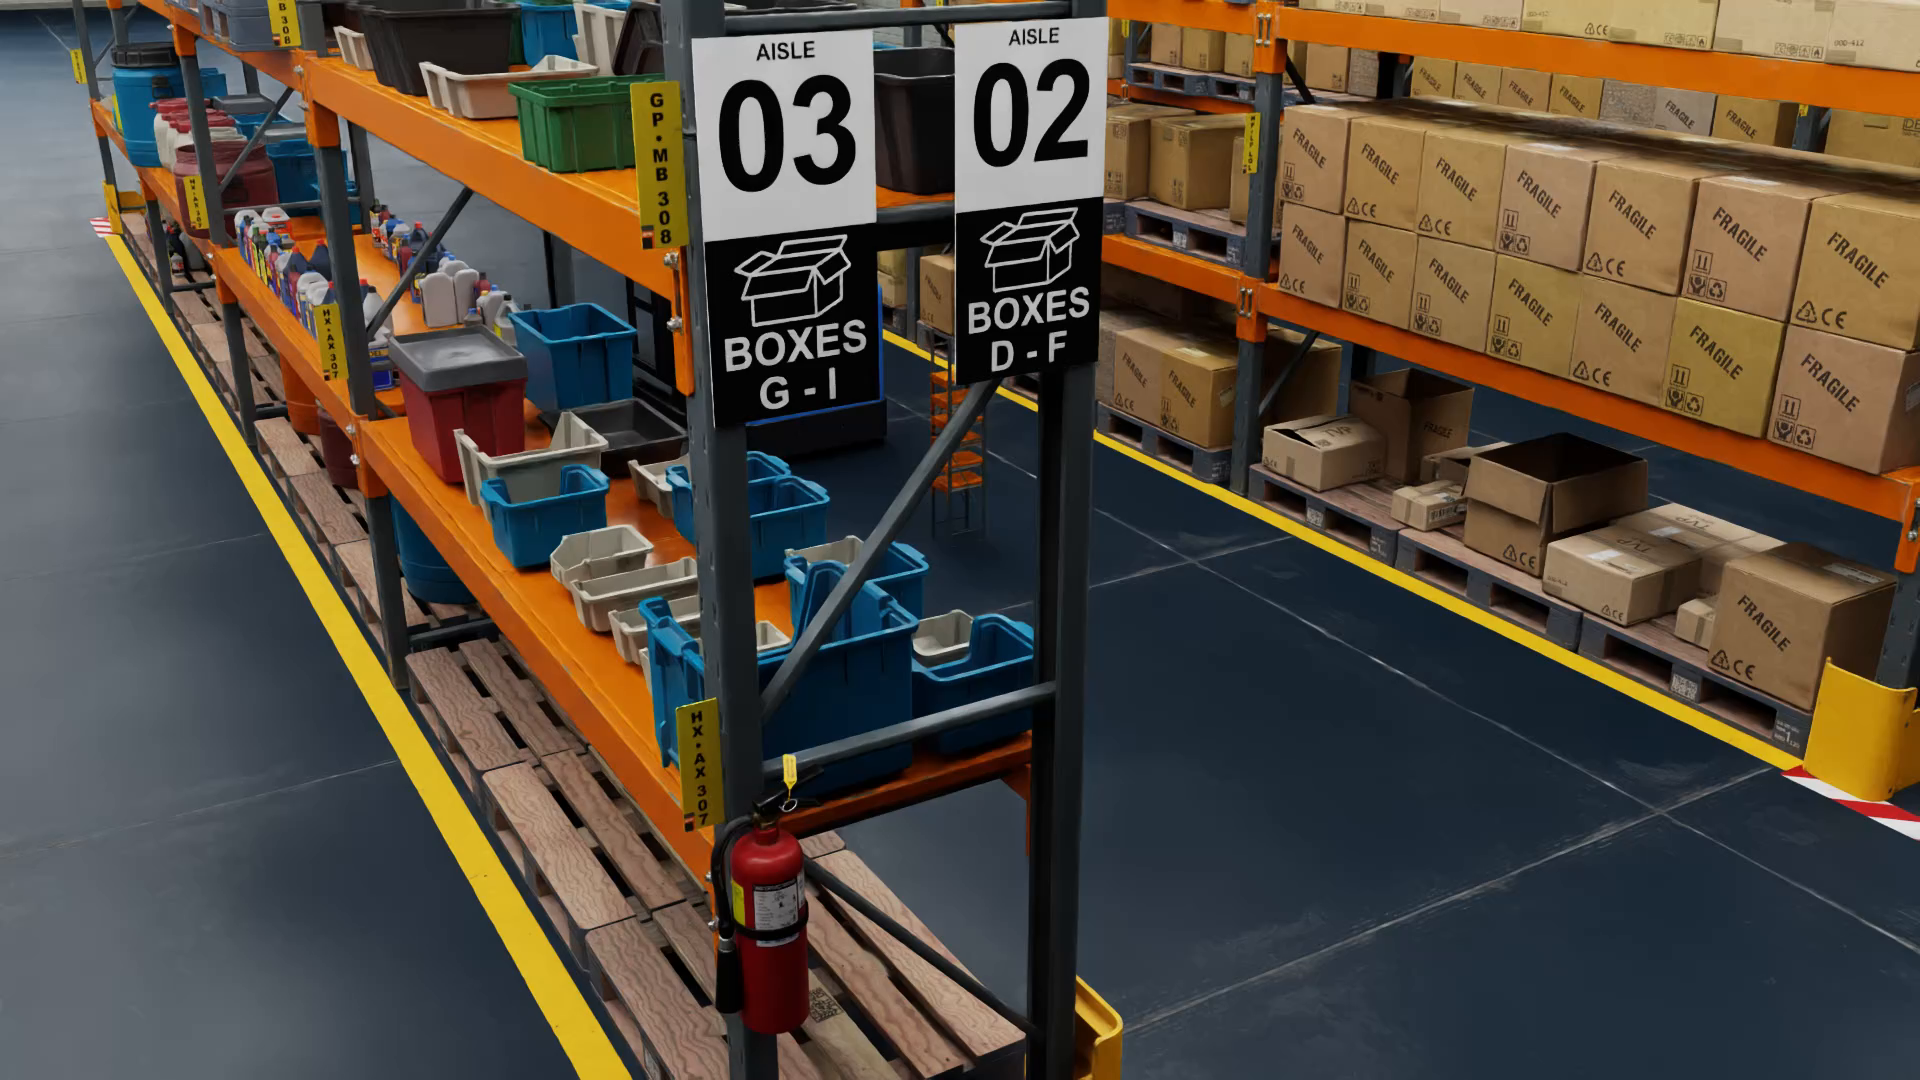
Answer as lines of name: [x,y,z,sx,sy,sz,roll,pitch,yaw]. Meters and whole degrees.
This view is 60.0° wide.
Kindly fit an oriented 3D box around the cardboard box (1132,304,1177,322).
cardboard box: [1.516,-1.344,11.371,0.500,0.500,0.500,-12,25,-28]

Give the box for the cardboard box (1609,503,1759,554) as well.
cardboard box: [3.583,0.049,8.274,0.500,0.250,0.500,-13,25,-28]

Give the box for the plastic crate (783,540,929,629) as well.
plastic crate: [-0.312,0.179,5.031,0.416,0.233,0.300,-13,25,-28]

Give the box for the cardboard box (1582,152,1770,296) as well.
cardboard box: [3.136,-1.397,7.305,0.500,0.500,0.500,-12,25,-27]

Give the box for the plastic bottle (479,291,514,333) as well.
plastic bottle: [-2.272,-1.094,8.184,0.152,0.276,0.135,-13,25,-28]

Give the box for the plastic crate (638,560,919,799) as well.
plastic crate: [-0.465,0.368,4.295,0.616,0.435,0.499,-13,25,-28]

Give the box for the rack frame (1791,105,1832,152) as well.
rack frame: [6.341,-2.715,12.008,1.000,3.000,0.127,-13,25,-28]

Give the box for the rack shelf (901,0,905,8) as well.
rack shelf: [-0.981,-4.760,14.010,1.077,0.370,4.000,-13,25,-28]

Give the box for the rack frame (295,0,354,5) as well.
rack frame: [-2.176,-3.589,6.190,1.000,3.000,0.127,-13,25,-28]

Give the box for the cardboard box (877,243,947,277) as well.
cardboard box: [-0.439,-2.359,13.480,0.500,0.311,0.500,-12,25,-27]

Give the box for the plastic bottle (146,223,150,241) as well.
plastic bottle: [-7.595,-2.921,15.647,0.097,0.201,0.097,0,22,0]

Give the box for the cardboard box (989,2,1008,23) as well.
cardboard box: [0.699,-6.344,20.113,0.500,0.500,0.500,-14,26,-30]

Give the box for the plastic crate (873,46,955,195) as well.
plastic crate: [-0.090,-1.022,4.033,0.497,0.269,0.590,-13,25,-28]

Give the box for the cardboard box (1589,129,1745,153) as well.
cardboard box: [3.342,-1.665,7.964,0.500,0.500,0.500,-13,25,-29]

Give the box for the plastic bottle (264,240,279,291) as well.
plastic bottle: [-3.818,-1.532,9.269,0.097,0.271,0.097,0,22,0]

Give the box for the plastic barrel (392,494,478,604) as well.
plastic barrel: [-2.440,-0.212,8.077,0.600,0.901,0.708,-13,25,-28]

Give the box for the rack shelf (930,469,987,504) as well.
rack shelf: [-0.007,-0.297,9.204,0.258,0.103,0.180,-13,25,-28]

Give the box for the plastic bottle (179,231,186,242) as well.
plastic bottle: [-6.823,-2.593,14.741,0.152,0.276,0.135,-13,25,-28]

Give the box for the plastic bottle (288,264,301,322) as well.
plastic bottle: [-3.444,-1.287,8.650,0.061,0.283,0.133,-13,25,-28]

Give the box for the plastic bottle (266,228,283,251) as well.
plastic bottle: [-3.952,-1.662,9.587,0.097,0.271,0.097,0,22,0]

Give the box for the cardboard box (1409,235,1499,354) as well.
cardboard box: [2.628,-1.263,8.302,0.500,0.500,0.500,-13,25,-29]

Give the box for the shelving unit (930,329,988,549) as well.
shelving unit: [-0.007,-0.561,9.097,0.258,1.200,0.189,-13,25,-28]

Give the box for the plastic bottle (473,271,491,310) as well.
plastic bottle: [-2.450,-1.244,8.543,0.061,0.283,0.133,-13,25,-28]

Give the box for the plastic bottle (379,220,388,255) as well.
plastic bottle: [-3.485,-1.848,10.139,0.097,0.201,0.097,0,22,0]

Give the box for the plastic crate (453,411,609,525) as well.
plastic crate: [-1.555,-0.253,6.028,0.437,0.282,0.530,-13,25,-28]

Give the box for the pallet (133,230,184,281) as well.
pallet: [-7.197,-2.728,15.744,1.003,0.211,1.213,-13,25,-28]

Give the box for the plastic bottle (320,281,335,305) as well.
plastic bottle: [-3.022,-1.081,8.054,0.144,0.351,0.185,-13,25,-28]

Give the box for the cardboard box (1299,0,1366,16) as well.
cardboard box: [2.120,-2.876,8.620,0.500,0.250,0.500,-13,25,-28]

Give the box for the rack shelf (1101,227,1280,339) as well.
rack shelf: [1.062,-2.075,11.389,1.077,0.370,4.000,-13,25,-28]

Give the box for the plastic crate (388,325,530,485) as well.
plastic crate: [-1.936,-0.530,6.467,0.402,0.464,0.583,-13,25,-28]

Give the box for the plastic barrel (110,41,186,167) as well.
plastic barrel: [-6.326,-3.448,13.146,0.600,0.901,0.708,-13,25,-28]

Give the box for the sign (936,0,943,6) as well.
sign: [-0.255,-6.896,21.145,0.100,0.325,0.005,-13,25,-28]

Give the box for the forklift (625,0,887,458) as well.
forklift: [-1.698,-2.341,11.179,1.130,2.935,3.031,-14,26,-30]

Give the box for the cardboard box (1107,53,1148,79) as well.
cardboard box: [1.752,-5.340,18.638,0.500,0.250,0.500,-13,25,-28]

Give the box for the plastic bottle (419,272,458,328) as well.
plastic bottle: [-2.689,-1.246,8.558,0.152,0.276,0.135,-13,25,-28]

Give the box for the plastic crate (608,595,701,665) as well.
plastic crate: [-0.841,0.254,4.974,0.396,0.136,0.243,-13,25,-28]

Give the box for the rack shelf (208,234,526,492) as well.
rack shelf: [-3.198,-1.124,9.048,1.077,0.370,4.000,-13,25,-28]

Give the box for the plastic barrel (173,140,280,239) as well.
plastic barrel: [-4.717,-2.260,10.706,0.600,0.536,0.708,-13,25,-28]

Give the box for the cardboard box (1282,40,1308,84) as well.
cardboard box: [3.393,-4.810,16.444,0.700,0.500,0.500,-13,25,-28]

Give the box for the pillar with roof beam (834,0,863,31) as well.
pillar with roof beam: [-5.454,-10.433,23.029,9.100,9.000,0.400,-13,25,-28]

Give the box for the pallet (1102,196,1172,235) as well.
pallet: [1.038,-2.339,11.336,1.003,0.211,1.213,-13,25,-28]

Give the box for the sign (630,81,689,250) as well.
sign: [-0.598,-0.745,3.316,0.100,0.325,0.005,-13,25,-28]

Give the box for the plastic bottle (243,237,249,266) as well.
plastic bottle: [-4.191,-1.736,9.863,0.097,0.201,0.097,0,22,0]

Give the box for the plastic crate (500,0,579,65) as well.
plastic crate: [-1.700,-2.022,6.601,0.450,0.188,0.662,-13,25,-28]

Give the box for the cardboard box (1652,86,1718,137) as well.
cardboard box: [5.619,-3.173,12.580,0.500,0.500,0.500,-12,25,-28]

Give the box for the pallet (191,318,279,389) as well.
pallet: [-5.201,-1.465,12.637,1.003,0.211,1.213,-13,25,-28]

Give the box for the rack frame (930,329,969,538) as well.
rack frame: [-0.054,-0.590,9.170,0.240,1.200,0.006,-13,25,-28]

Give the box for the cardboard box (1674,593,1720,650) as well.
cardboard box: [3.508,0.365,7.608,0.380,0.166,0.250,-13,25,-28]

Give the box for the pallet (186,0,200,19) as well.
pallet: [-3.243,-2.713,8.271,1.003,0.211,1.213,-13,25,-28]

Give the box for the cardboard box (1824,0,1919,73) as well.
cardboard box: [3.638,-1.902,6.223,0.500,0.250,0.500,-13,25,-28]

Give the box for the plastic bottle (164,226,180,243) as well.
plastic bottle: [-6.938,-2.591,14.637,0.144,0.351,0.185,-14,26,-31]
